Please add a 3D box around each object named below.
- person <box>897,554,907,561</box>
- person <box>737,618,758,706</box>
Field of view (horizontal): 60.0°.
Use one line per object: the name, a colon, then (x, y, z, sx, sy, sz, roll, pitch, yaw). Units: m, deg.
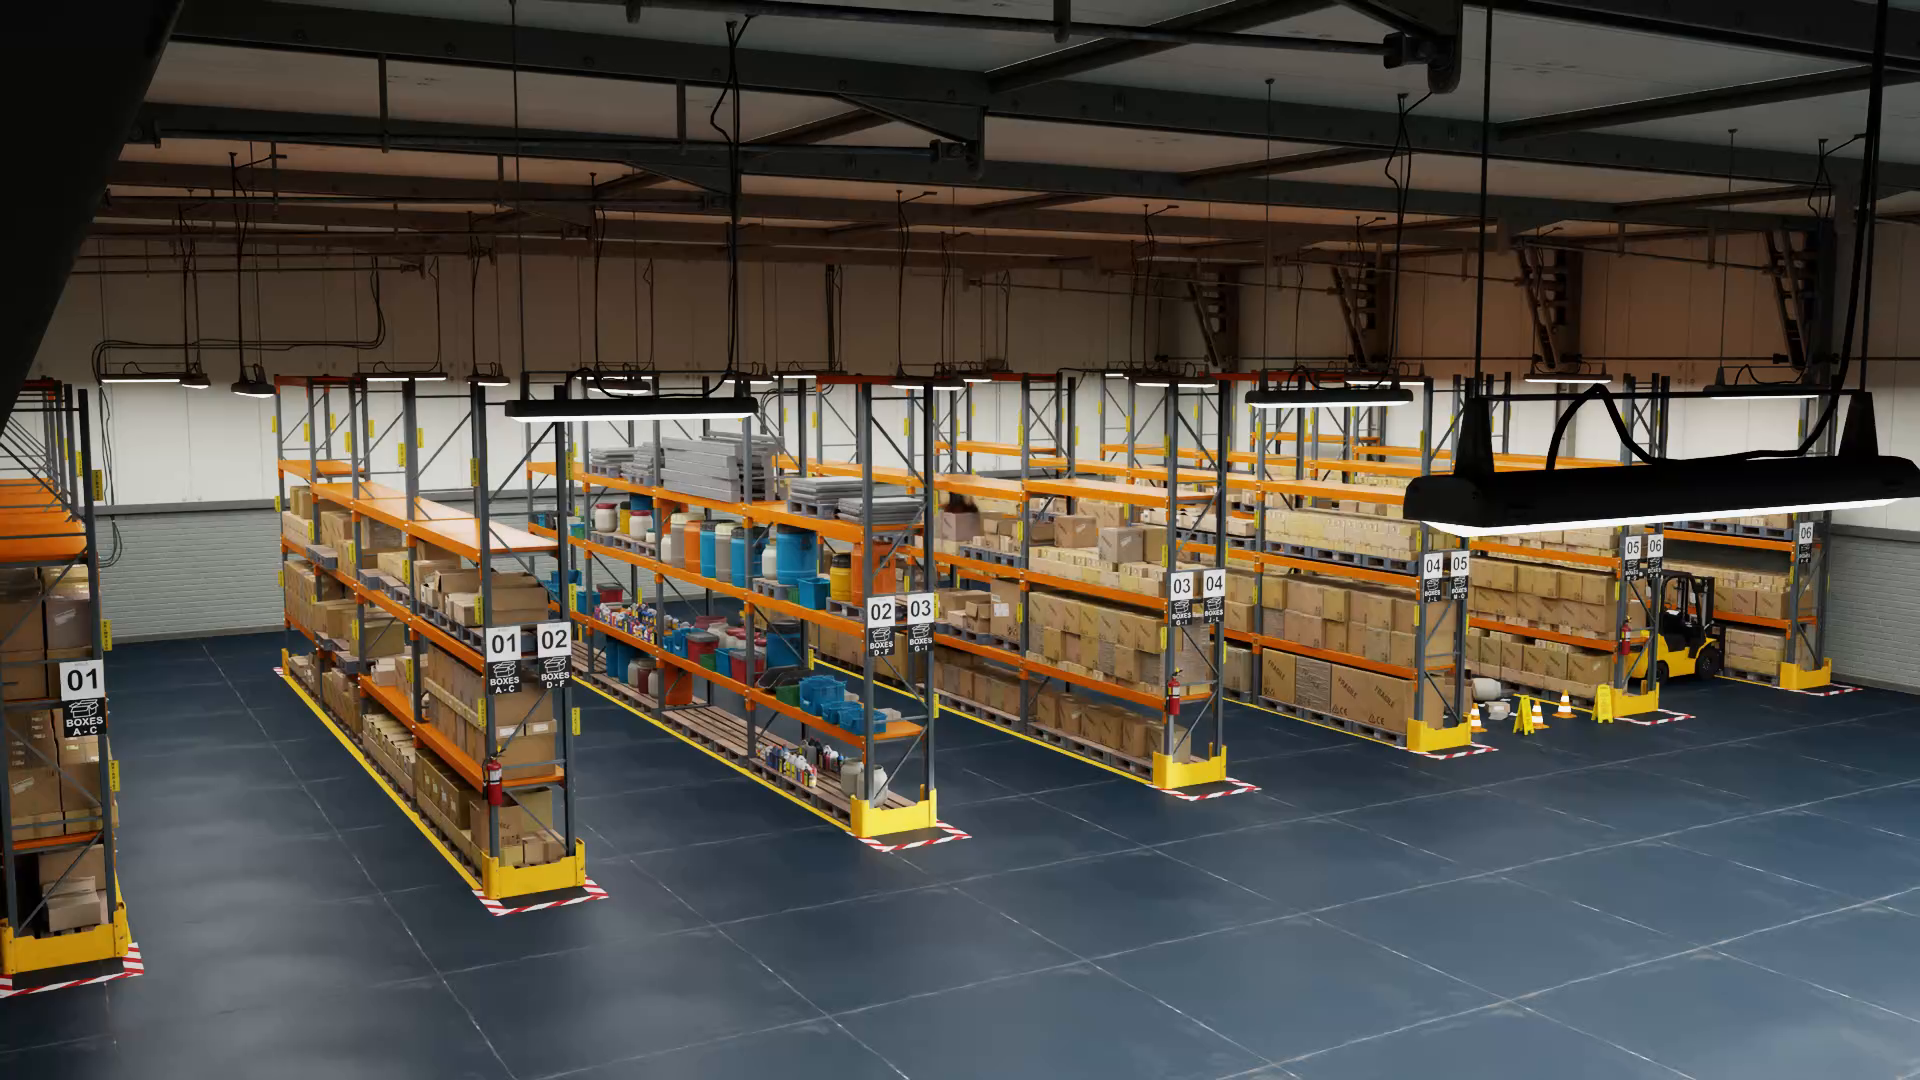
person: (-1.406, 1.138, 39.999, 0.494, 1.648, 0.937, -3, 7, -25)
person: (-3.874, 2.204, 30.342, 0.539, 1.578, 0.929, -4, 8, -35)
